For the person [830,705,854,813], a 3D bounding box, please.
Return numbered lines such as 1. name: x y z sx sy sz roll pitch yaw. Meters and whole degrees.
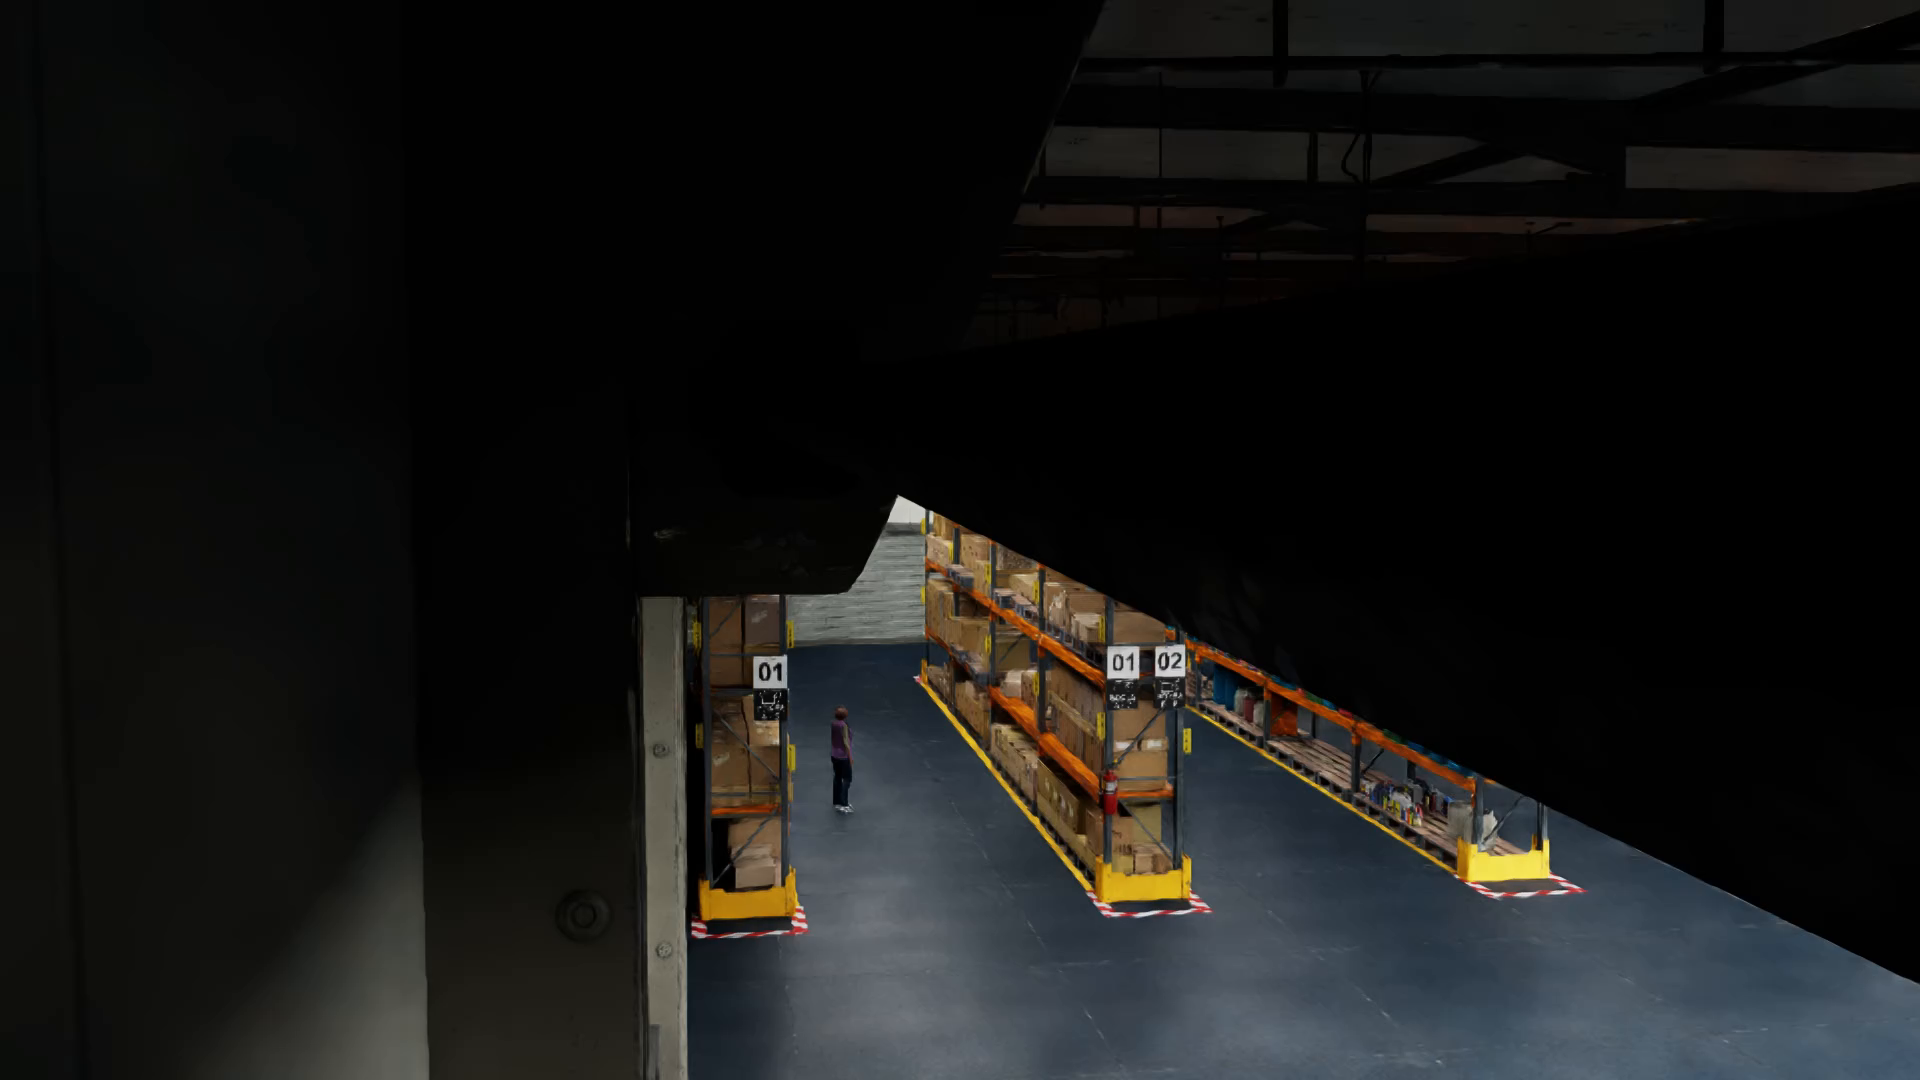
1. person: -1.789 3.324 25.292 0.349 1.641 0.477 -4 6 -37
